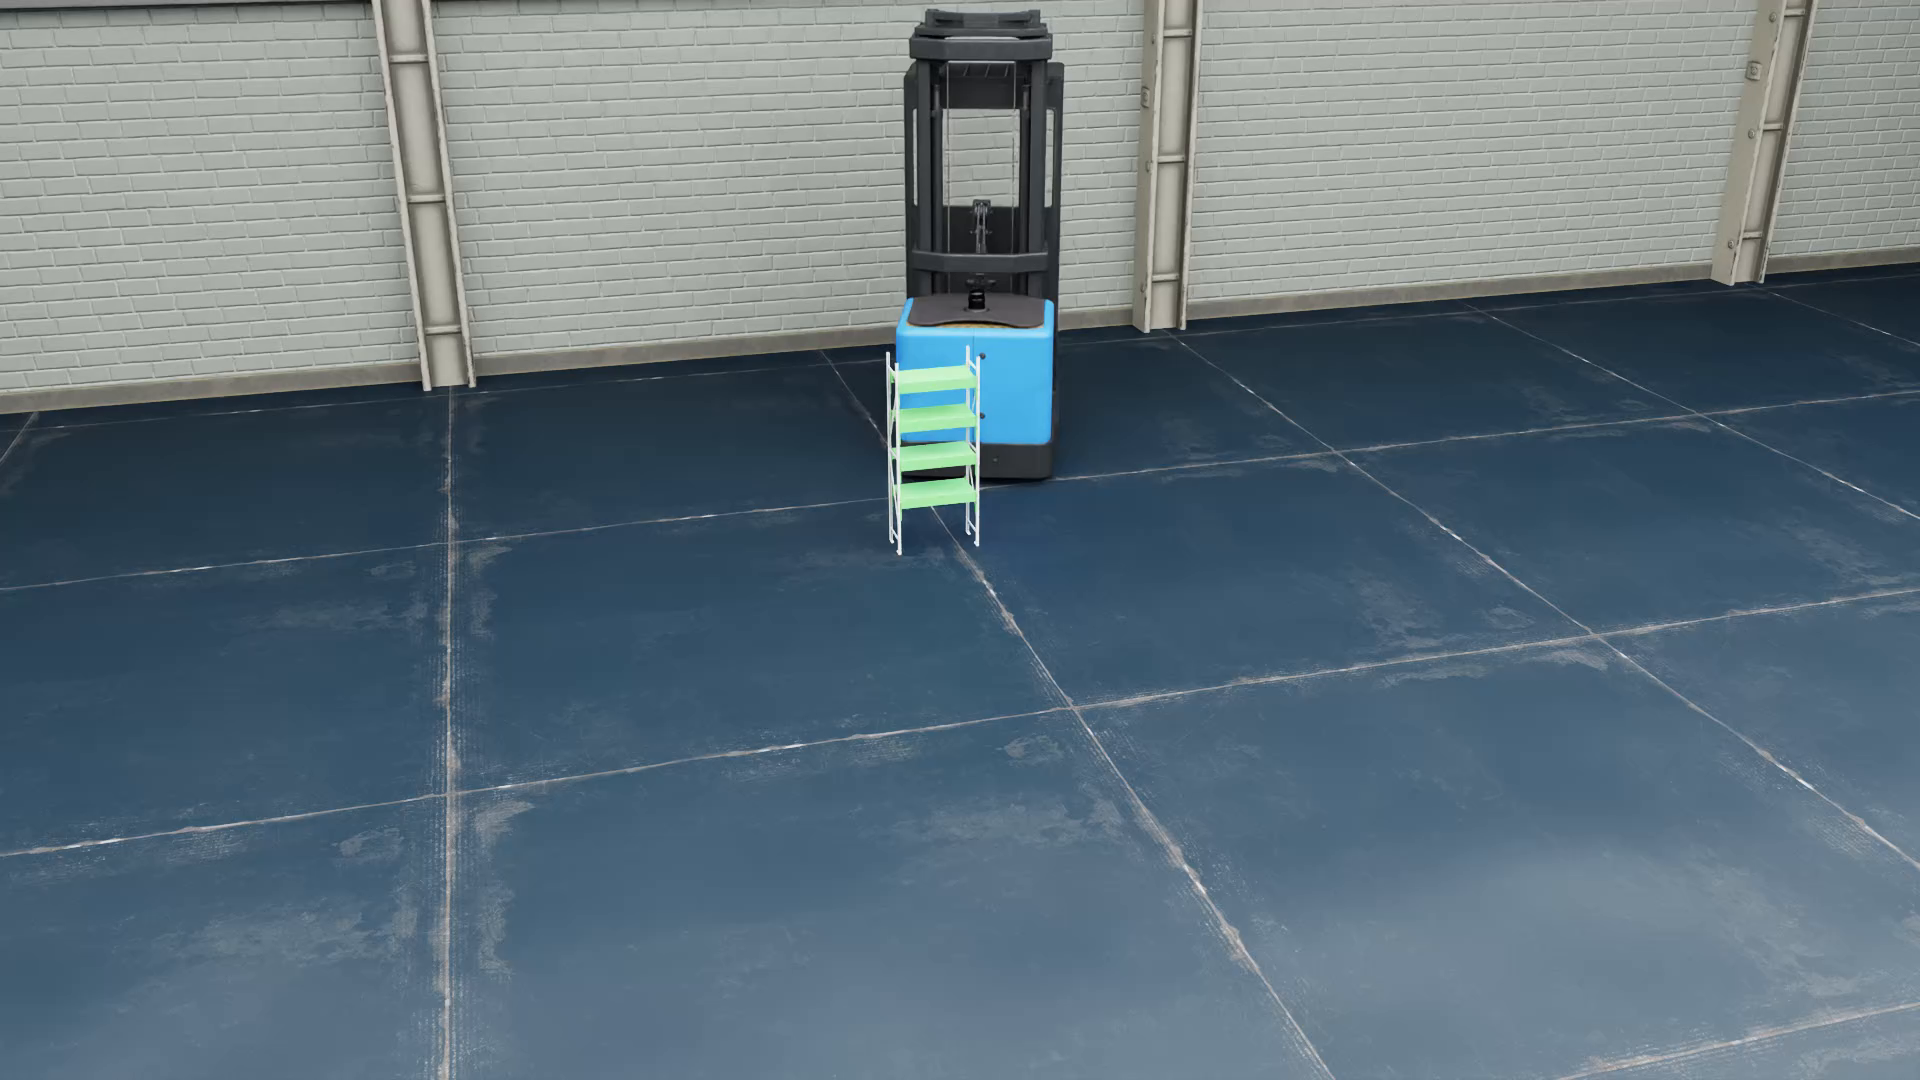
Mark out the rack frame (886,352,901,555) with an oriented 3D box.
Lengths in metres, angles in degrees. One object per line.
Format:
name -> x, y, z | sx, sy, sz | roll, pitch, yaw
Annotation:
rack frame -> -0.394, -0.508, 9.912 | 0.015, 1.200, 0.240 | -6, 24, -14

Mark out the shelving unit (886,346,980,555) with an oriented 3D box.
shelving unit -> -0.159, -0.534, 9.972 | 0.503, 1.200, 0.258 | -6, 24, -14

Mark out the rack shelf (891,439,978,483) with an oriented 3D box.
rack shelf -> -0.159, -0.475, 9.997 | 0.480, 0.148, 0.258 | -6, 24, -14

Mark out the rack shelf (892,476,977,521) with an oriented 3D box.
rack shelf -> -0.159, -0.254, 10.092 | 0.480, 0.148, 0.258 | -6, 24, -14

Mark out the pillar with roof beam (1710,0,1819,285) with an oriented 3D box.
pillar with roof beam -> 8.686, -5.020, 10.538 | 0.400, 9.000, 9.100 | -6, 24, -14

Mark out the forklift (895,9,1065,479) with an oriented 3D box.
forklift -> 0.175, -2.293, 11.877 | 1.130, 2.935, 3.031 | 1, 23, 3

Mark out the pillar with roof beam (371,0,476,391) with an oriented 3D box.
pillar with roof beam -> -2.868, -3.742, 7.559 | 0.400, 9.000, 9.100 | -6, 24, -14

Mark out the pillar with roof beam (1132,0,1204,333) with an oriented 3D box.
pillar with roof beam -> 2.909, -4.381, 9.049 | 0.400, 9.000, 9.100 | -6, 24, -14

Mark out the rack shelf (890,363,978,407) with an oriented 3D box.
rack shelf -> -0.159, -0.916, 9.808 | 0.480, 0.148, 0.258 | -6, 24, -14

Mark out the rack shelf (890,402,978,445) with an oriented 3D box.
rack shelf -> -0.159, -0.696, 9.903 | 0.480, 0.148, 0.258 | -6, 24, -14

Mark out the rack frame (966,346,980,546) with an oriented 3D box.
rack frame -> 0.076, -0.560, 10.033 | 0.015, 1.200, 0.240 | -6, 24, -14
